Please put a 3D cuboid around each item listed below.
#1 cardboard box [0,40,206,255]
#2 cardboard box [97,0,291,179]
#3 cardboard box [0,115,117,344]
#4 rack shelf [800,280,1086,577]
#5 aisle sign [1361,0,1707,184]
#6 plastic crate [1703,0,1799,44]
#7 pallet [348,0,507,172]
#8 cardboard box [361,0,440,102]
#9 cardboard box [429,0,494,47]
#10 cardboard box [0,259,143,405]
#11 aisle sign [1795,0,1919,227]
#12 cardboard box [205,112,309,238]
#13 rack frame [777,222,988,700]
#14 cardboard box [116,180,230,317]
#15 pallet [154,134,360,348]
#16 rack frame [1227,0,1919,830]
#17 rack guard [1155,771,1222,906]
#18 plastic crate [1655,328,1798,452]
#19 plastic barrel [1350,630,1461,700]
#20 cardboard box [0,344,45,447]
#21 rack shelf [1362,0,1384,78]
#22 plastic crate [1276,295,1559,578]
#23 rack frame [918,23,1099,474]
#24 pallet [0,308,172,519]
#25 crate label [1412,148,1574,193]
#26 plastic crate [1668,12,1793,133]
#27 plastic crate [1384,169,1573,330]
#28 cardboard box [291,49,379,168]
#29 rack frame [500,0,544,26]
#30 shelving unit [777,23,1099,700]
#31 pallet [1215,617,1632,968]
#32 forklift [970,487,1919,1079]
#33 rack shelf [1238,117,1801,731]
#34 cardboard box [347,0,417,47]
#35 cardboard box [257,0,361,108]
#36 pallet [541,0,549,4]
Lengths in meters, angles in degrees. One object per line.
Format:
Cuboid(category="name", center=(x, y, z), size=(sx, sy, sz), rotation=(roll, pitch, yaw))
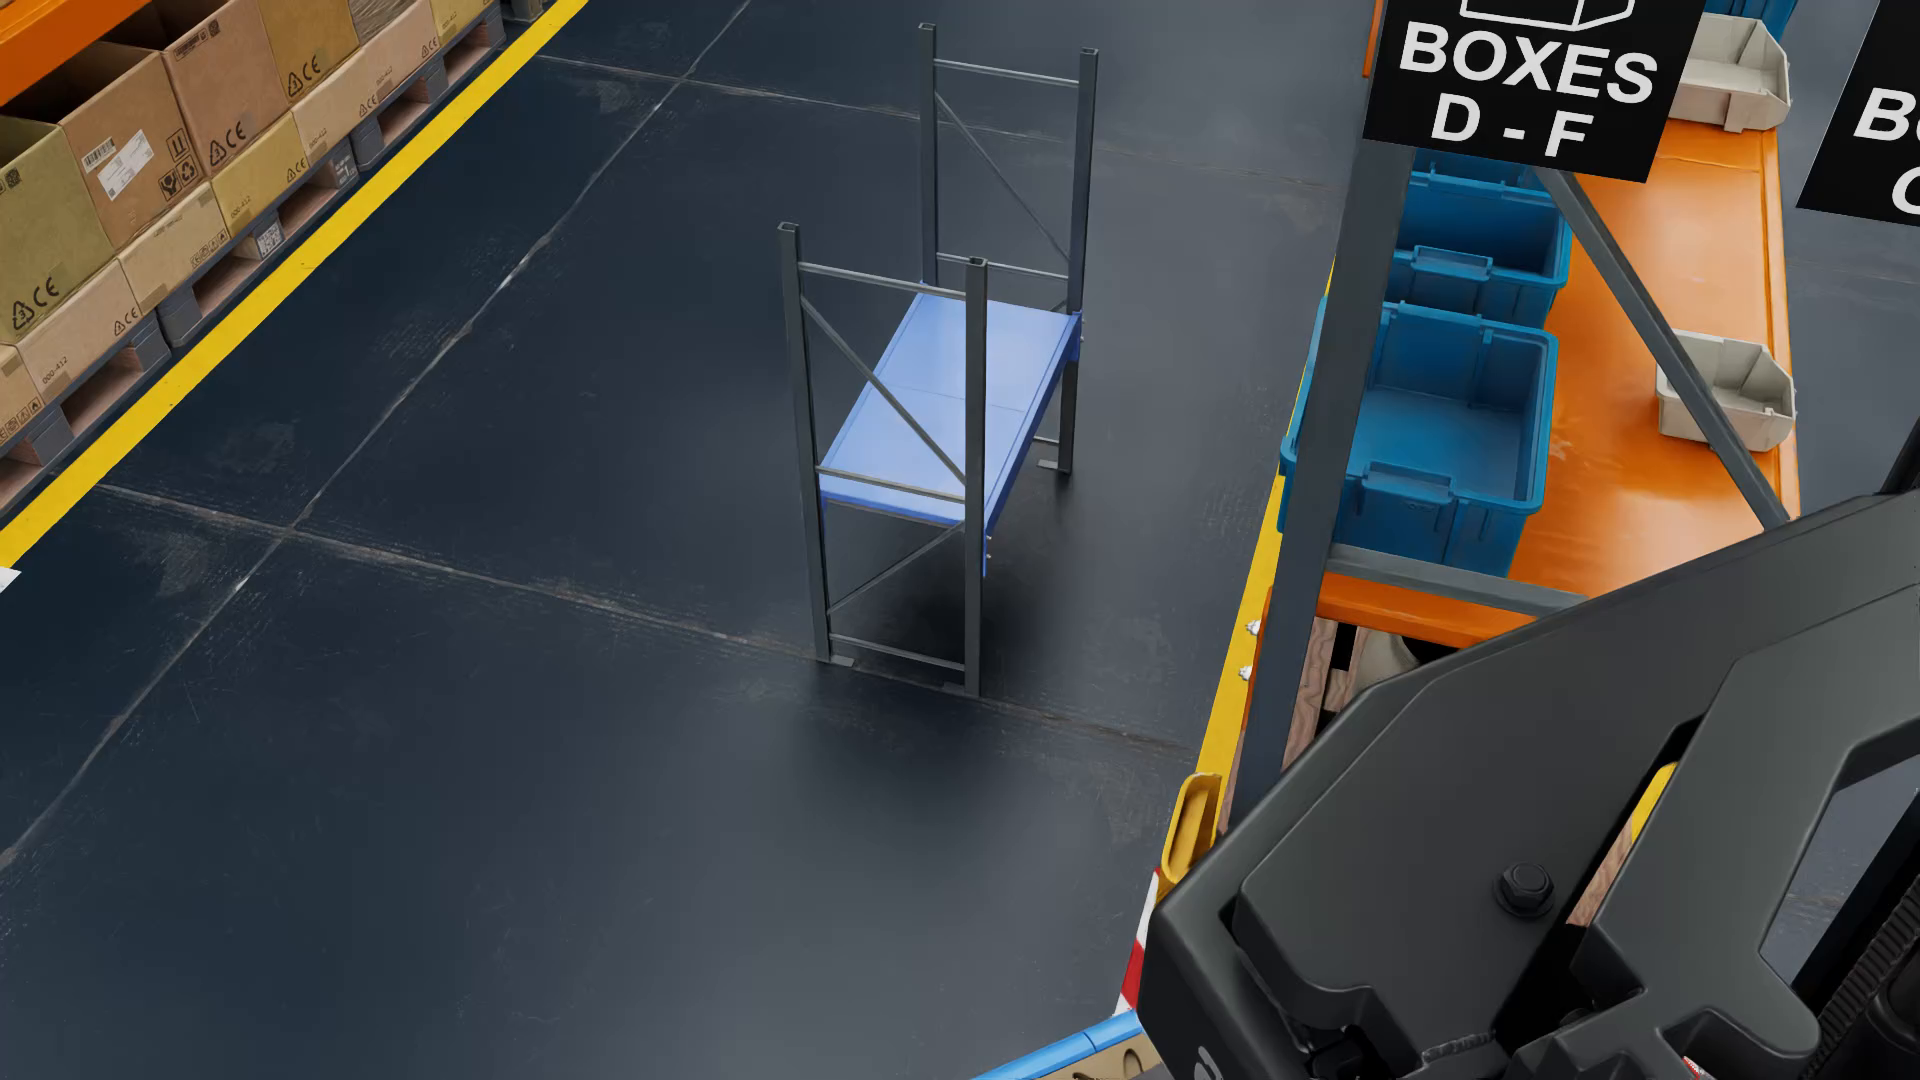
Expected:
Cuboid(category="cardboard box", center=(-2.983, -1.344, 5.608), size=(0.500, 0.500, 0.500), rotation=(13, 46, 13))
Cuboid(category="cardboard box", center=(-2.815, -1.673, 5.945), size=(0.500, 0.500, 0.500), rotation=(13, 46, 13))
Cuboid(category="cardboard box", center=(-3.123, -1.008, 5.265), size=(0.500, 0.500, 0.500), rotation=(13, 46, 13))
Cuboid(category="rack shelf", center=(-0.026, -0.351, 4.793), size=(0.538, 0.185, 1.000), rotation=(13, 46, 12))
Cuboid(category="aisle sign", center=(0.768, -0.821, 2.085), size=(0.394, 0.787, 0.004), rotation=(13, 46, 13))
Cuboid(category="plastic crate", center=(2.208, -1.694, 4.943), size=(0.499, 0.251, 0.616), rotation=(13, 46, 13))
Cuboid(category="pallet", center=(-2.716, -2.077, 7.221), size=(1.003, 0.211, 1.213), rotation=(13, 46, 13))
Cuboid(category="cardboard box", center=(-2.528, -2.075, 6.892), size=(0.500, 0.250, 0.500), rotation=(13, 46, 13))
Cuboid(category="cardboard box", center=(-2.367, -2.406, 7.230), size=(0.500, 0.250, 0.500), rotation=(13, 46, 13))
Cuboid(category="cardboard box", center=(-3.124, -0.740, 5.527), size=(0.500, 0.250, 0.500), rotation=(13, 46, 13))
Cuboid(category="aisle sign", center=(1.330, -0.696, 1.958), size=(0.394, 0.787, 0.004), rotation=(13, 46, 13))
Cuboid(category="cardboard box", center=(-2.816, -1.405, 6.207), size=(0.500, 0.250, 0.500), rotation=(13, 46, 13))
Cuboid(category="rack frame", center=(-0.180, -0.140, 4.321), size=(0.500, 1.500, 0.032), rotation=(13, 46, 12))
Cuboid(category="cardboard box", center=(-2.972, -1.073, 5.868), size=(0.500, 0.250, 0.500), rotation=(13, 46, 13))
Cuboid(category="pallet", center=(-3.084, -1.261, 6.387), size=(1.003, 0.211, 1.213), rotation=(13, 46, 13))
Cuboid(category="rack frame", center=(1.073, 0.123, 2.979), size=(1.000, 3.000, 0.127), rotation=(13, 46, 13))
Cuboid(category="rack guard", center=(1.051, 0.956, 3.915), size=(1.175, 0.500, 0.348), rotation=(13, 46, 13))
Cuboid(category="plastic crate", center=(1.651, -0.311, 3.611), size=(0.298, 0.136, 0.250), rotation=(13, 46, 13))
Cuboid(category="plastic barrel", center=(1.199, 0.408, 4.167), size=(0.421, 0.512, 0.421), rotation=(0, 44, 0))
Cuboid(category="cardboard box", center=(-3.272, -0.406, 5.186), size=(0.500, 0.250, 0.500), rotation=(13, 46, 13))
Cuboid(category="rack shelf", center=(1.679, -2.025, 3.544), size=(1.077, 0.370, 4.000), rotation=(13, 46, 13))
Cuboid(category="plastic crate", center=(0.939, -0.220, 3.437), size=(0.499, 0.251, 0.616), rotation=(13, 46, 13))
Cuboid(category="rack frame", center=(0.128, -0.818, 5.014), size=(0.500, 1.500, 0.032), rotation=(13, 46, 12))
Cuboid(category="pallet", center=(-3.455, -0.450, 5.559), size=(1.003, 0.211, 1.213), rotation=(13, 46, 13))
Cuboid(category="crate label", center=(1.373, -1.173, 4.279), size=(0.502, 0.435, 0.616), rotation=(13, 46, 13))
Cuboid(category="plastic crate", center=(2.034, -1.313, 4.635), size=(0.530, 0.136, 0.437), rotation=(13, 46, 13))
Cuboid(category="plastic crate", center=(1.141, -0.652, 3.878), size=(0.499, 0.251, 0.408), rotation=(13, 46, 13))
Cuboid(category="cardboard box", center=(-2.666, -1.739, 6.548), size=(0.500, 0.250, 0.500), rotation=(13, 46, 13))
Cuboid(category="rack frame", center=(-2.435, -3.594, 6.779), size=(1.000, 3.000, 0.127), rotation=(13, 46, 13))
Cuboid(category="shelving unit", center=(-0.026, -0.479, 4.667), size=(0.538, 1.500, 1.048), rotation=(13, 46, 12))
Cuboid(category="pallet", center=(1.302, 0.519, 4.569), size=(1.003, 0.211, 1.213), rotation=(13, 46, 13))
Cuboid(category="forklift", center=(0.843, 1.501, 1.621), size=(1.130, 2.935, 3.031), rotation=(-18, 47, -18))
Cuboid(category="rack shelf", center=(1.679, -0.953, 4.593), size=(1.077, 0.370, 4.000), rotation=(13, 46, 13))
Cuboid(category="cardboard box", center=(-2.530, -2.344, 6.630), size=(0.500, 0.500, 0.500), rotation=(13, 46, 13))
Cuboid(category="cardboard box", center=(-2.678, -2.010, 6.288), size=(0.500, 0.500, 0.500), rotation=(13, 46, 13))
Cuboid(category="pallet", center=(-2.249, -3.097, 8.264), size=(1.003, 0.211, 1.213), rotation=(13, 46, 13))
